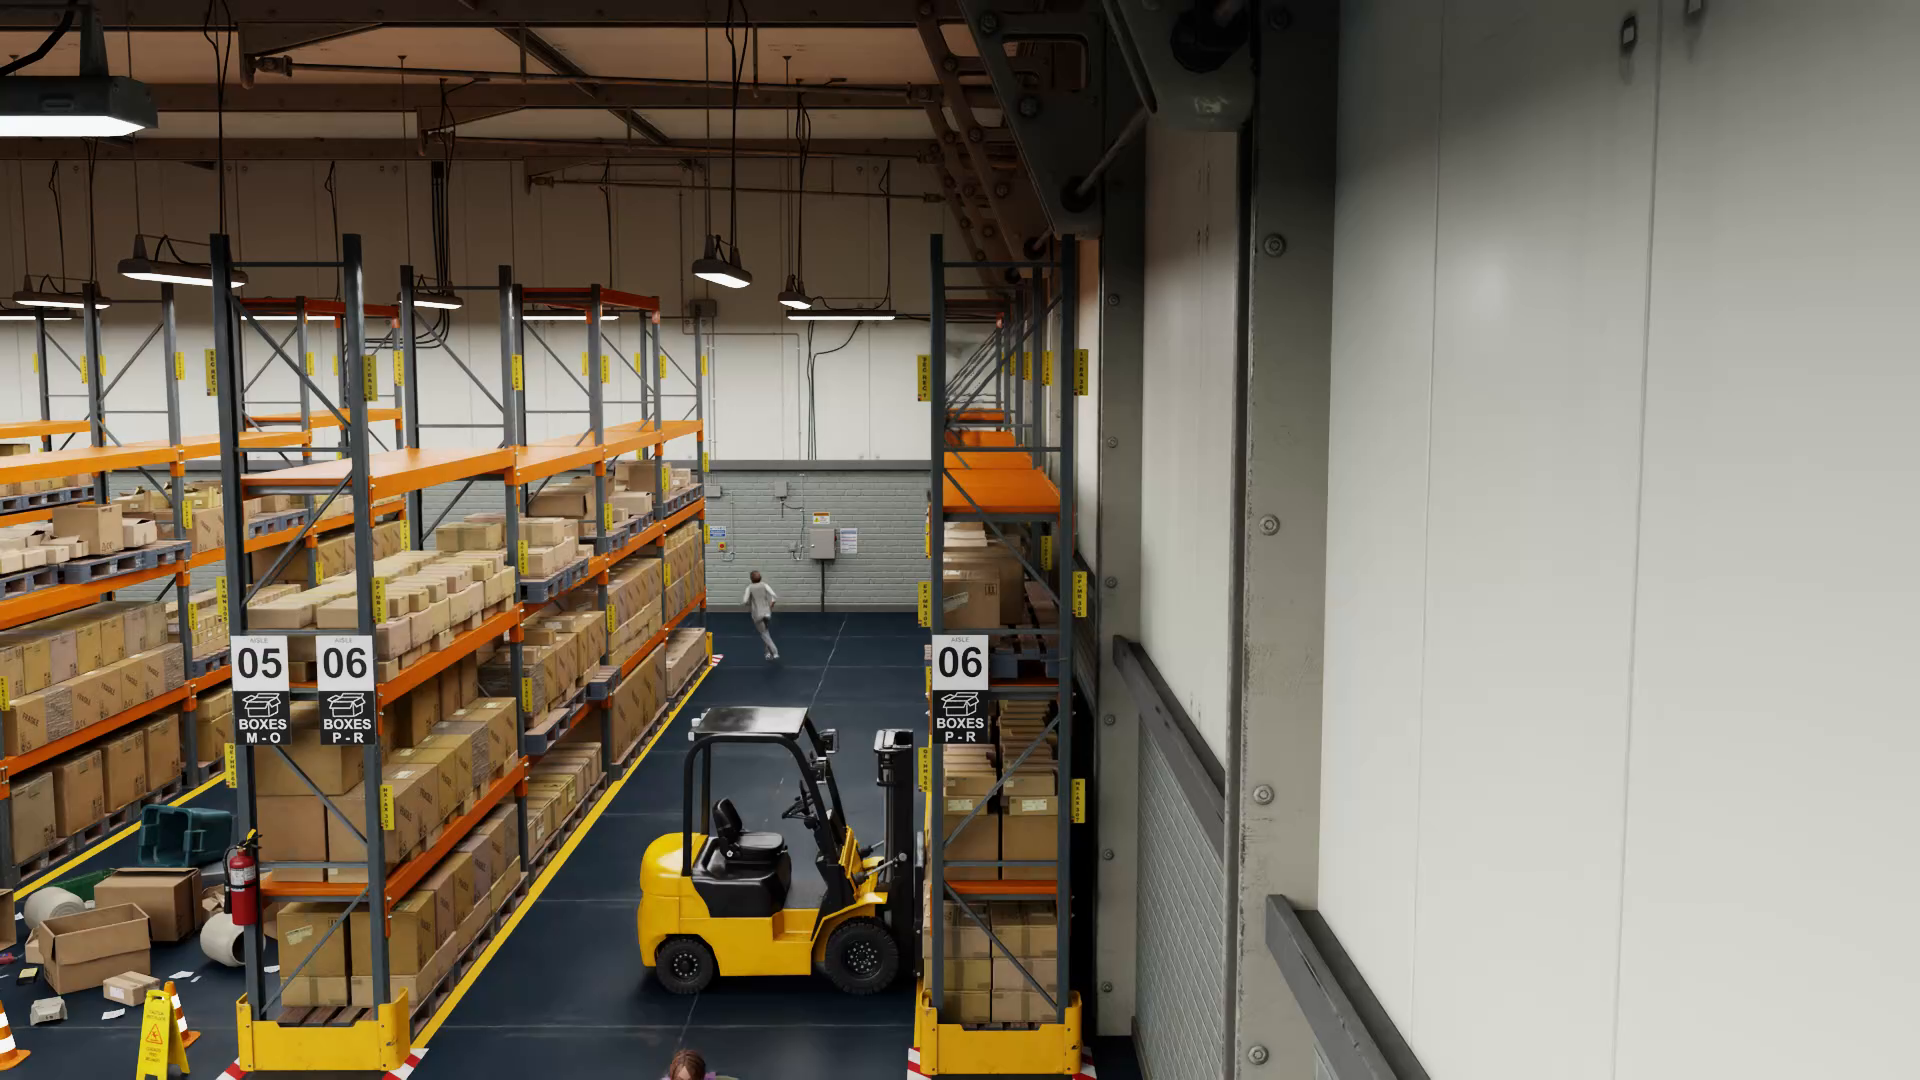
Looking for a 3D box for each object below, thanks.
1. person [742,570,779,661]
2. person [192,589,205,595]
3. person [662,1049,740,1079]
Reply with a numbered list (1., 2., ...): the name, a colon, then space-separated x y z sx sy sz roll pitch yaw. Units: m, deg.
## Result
1. person: -3.336 1.326 27.906 0.575 1.623 0.755 -4 7 -30
2. person: -11.537 1.548 25.335 0.562 1.655 0.589 0 6 -4
3. person: -1.444 3.421 9.193 0.575 1.546 0.919 -1 6 -5
